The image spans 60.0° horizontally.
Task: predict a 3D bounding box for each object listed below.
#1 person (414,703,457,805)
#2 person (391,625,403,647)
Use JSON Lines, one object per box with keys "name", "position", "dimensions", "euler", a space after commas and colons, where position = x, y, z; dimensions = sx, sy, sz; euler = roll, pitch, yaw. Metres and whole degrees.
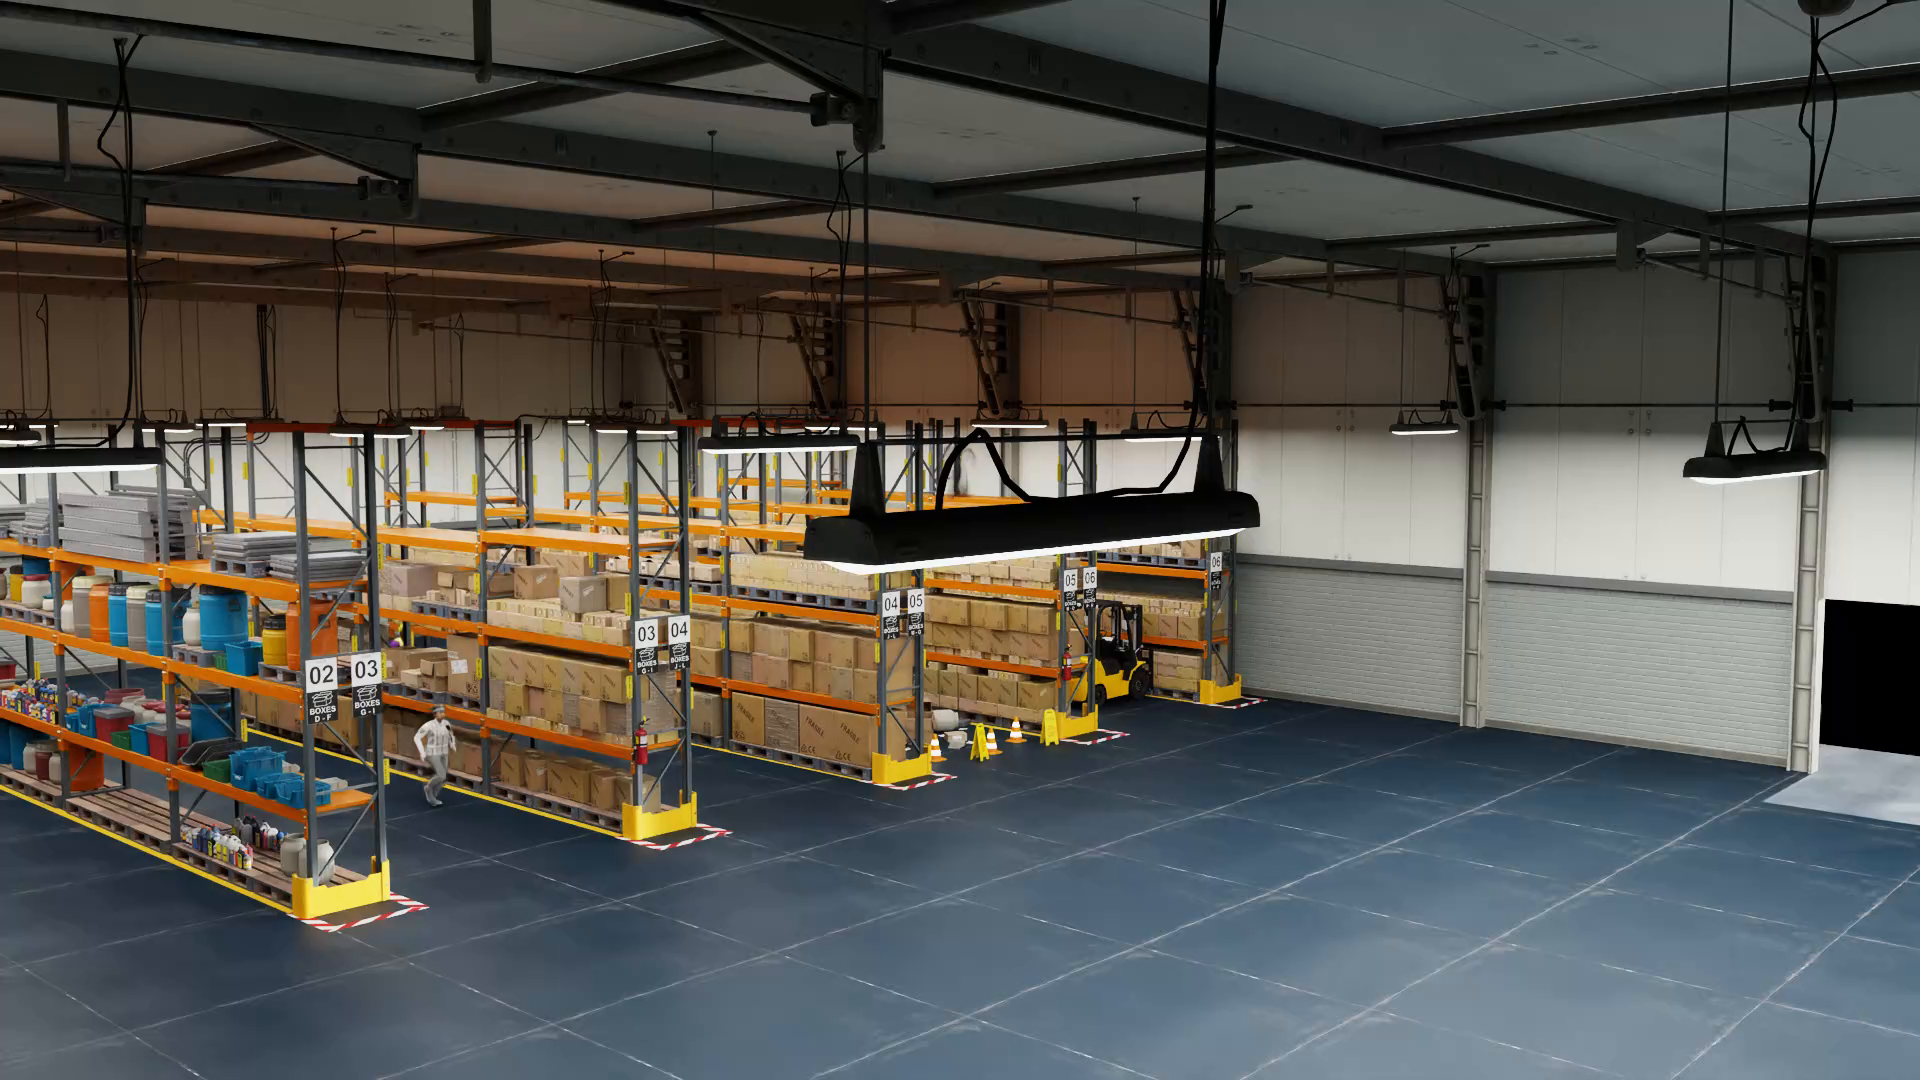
{"name": "person", "position": [-8.169, 3.369, 26.089], "dimensions": [0.630, 1.638, 0.600], "euler": [3, 6, 36]}
{"name": "person", "position": [-11.648, 2.640, 34.791], "dimensions": [0.824, 1.765, 0.708], "euler": [3, 6, 33]}
